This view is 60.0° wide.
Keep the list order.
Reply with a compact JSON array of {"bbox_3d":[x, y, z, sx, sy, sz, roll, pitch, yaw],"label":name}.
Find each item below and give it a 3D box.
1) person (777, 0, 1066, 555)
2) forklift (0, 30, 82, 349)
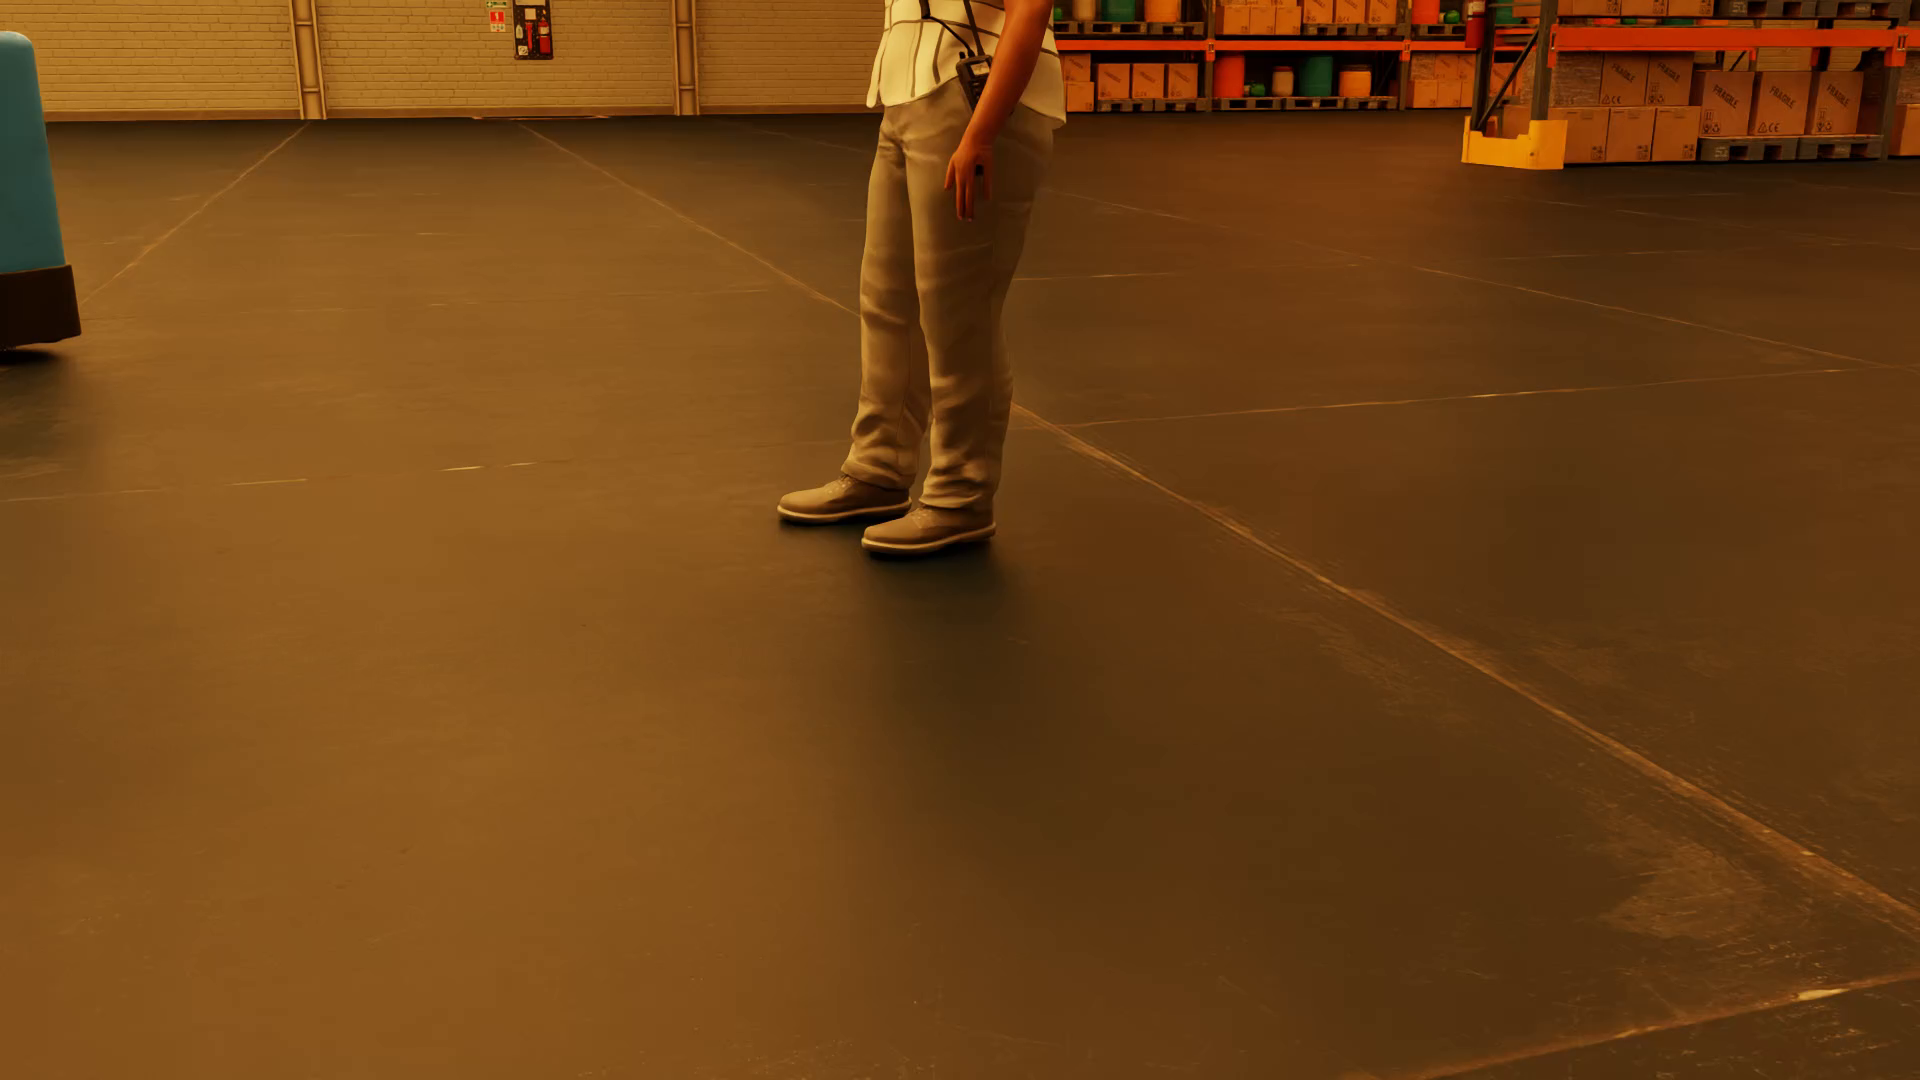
[{"bbox_3d":[-0.080,-0.806,3.329,0.529,1.670,0.598,-5,17,-17],"label":"person"},{"bbox_3d":[-4.574,-2.117,5.587,3.031,2.935,1.130,8,18,26],"label":"forklift"}]
